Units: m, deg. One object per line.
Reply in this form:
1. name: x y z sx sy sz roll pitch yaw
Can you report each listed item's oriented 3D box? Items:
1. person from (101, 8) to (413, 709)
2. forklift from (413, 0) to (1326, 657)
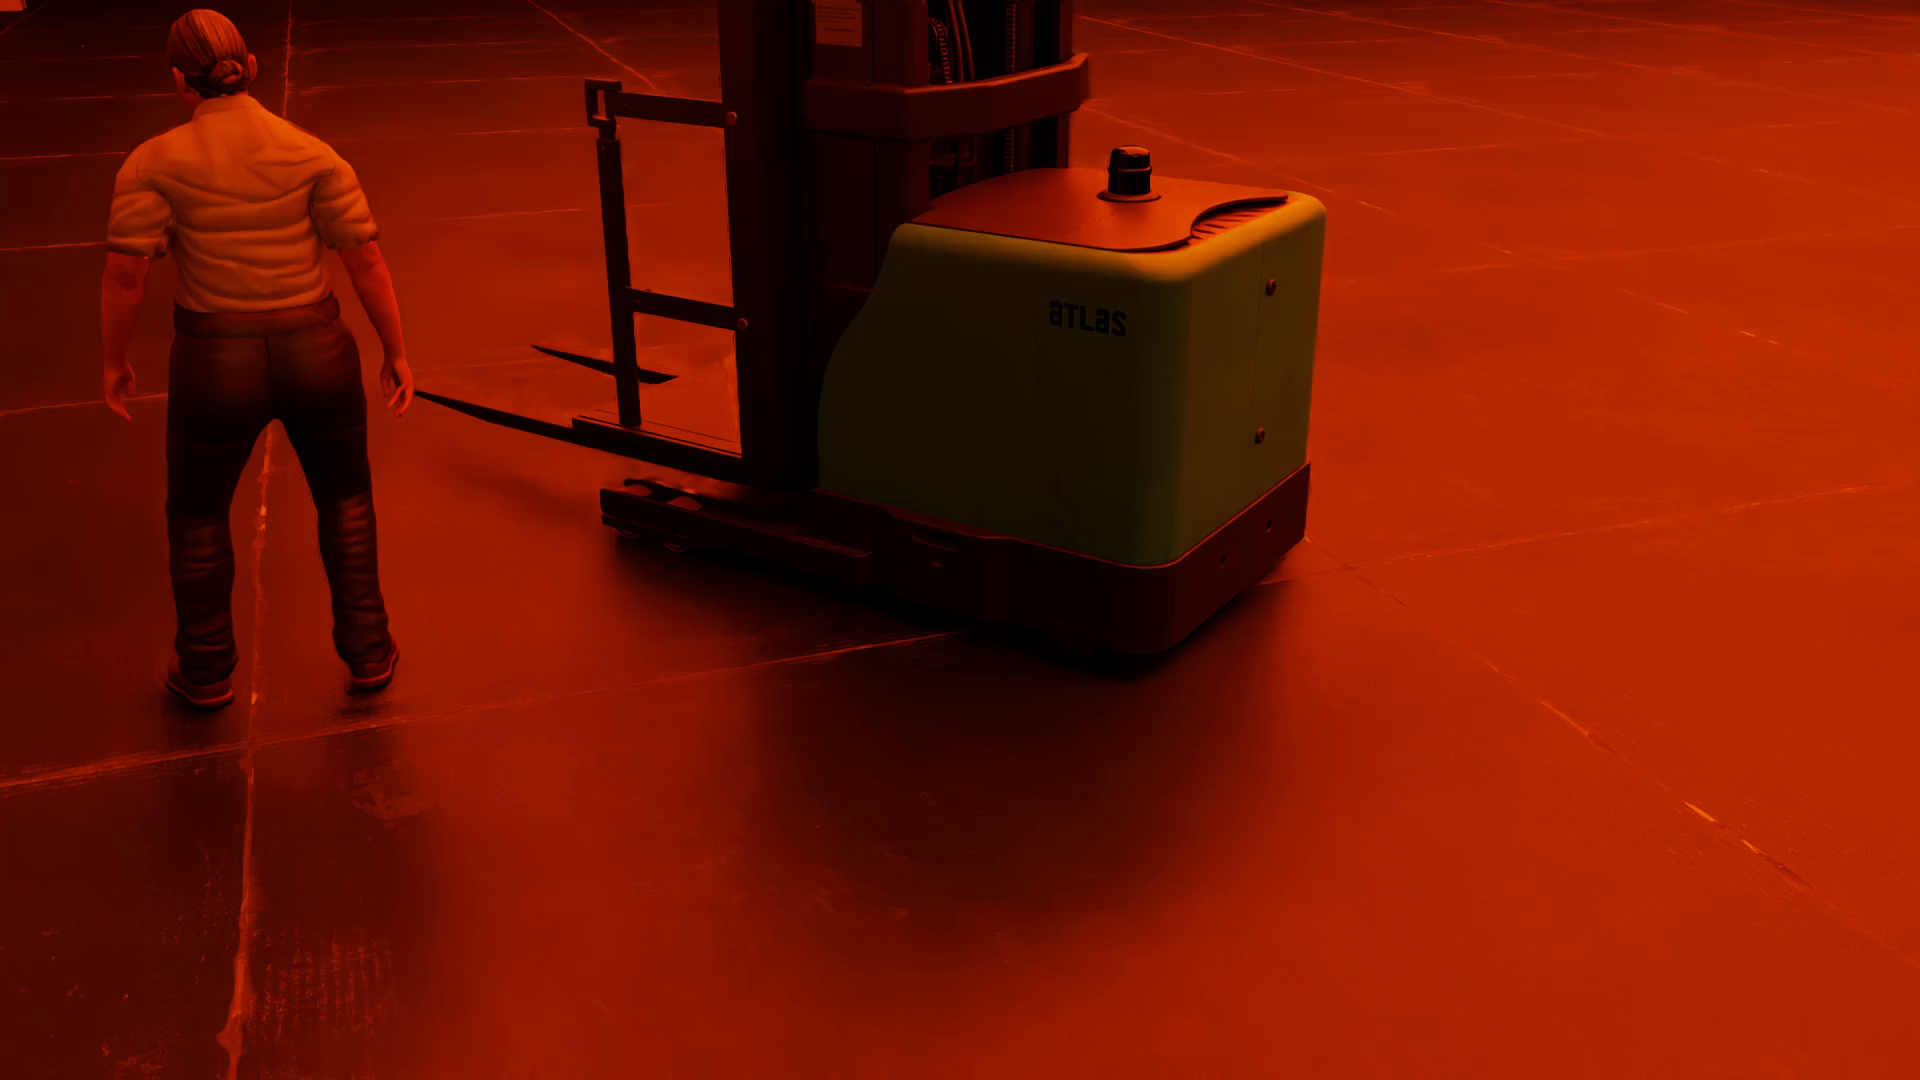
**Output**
1. person: -1.657 -0.401 3.936 0.675 1.630 0.394 -11 25 -24
2. forklift: -0.493 -1.469 4.792 3.031 2.935 1.130 14 27 30
